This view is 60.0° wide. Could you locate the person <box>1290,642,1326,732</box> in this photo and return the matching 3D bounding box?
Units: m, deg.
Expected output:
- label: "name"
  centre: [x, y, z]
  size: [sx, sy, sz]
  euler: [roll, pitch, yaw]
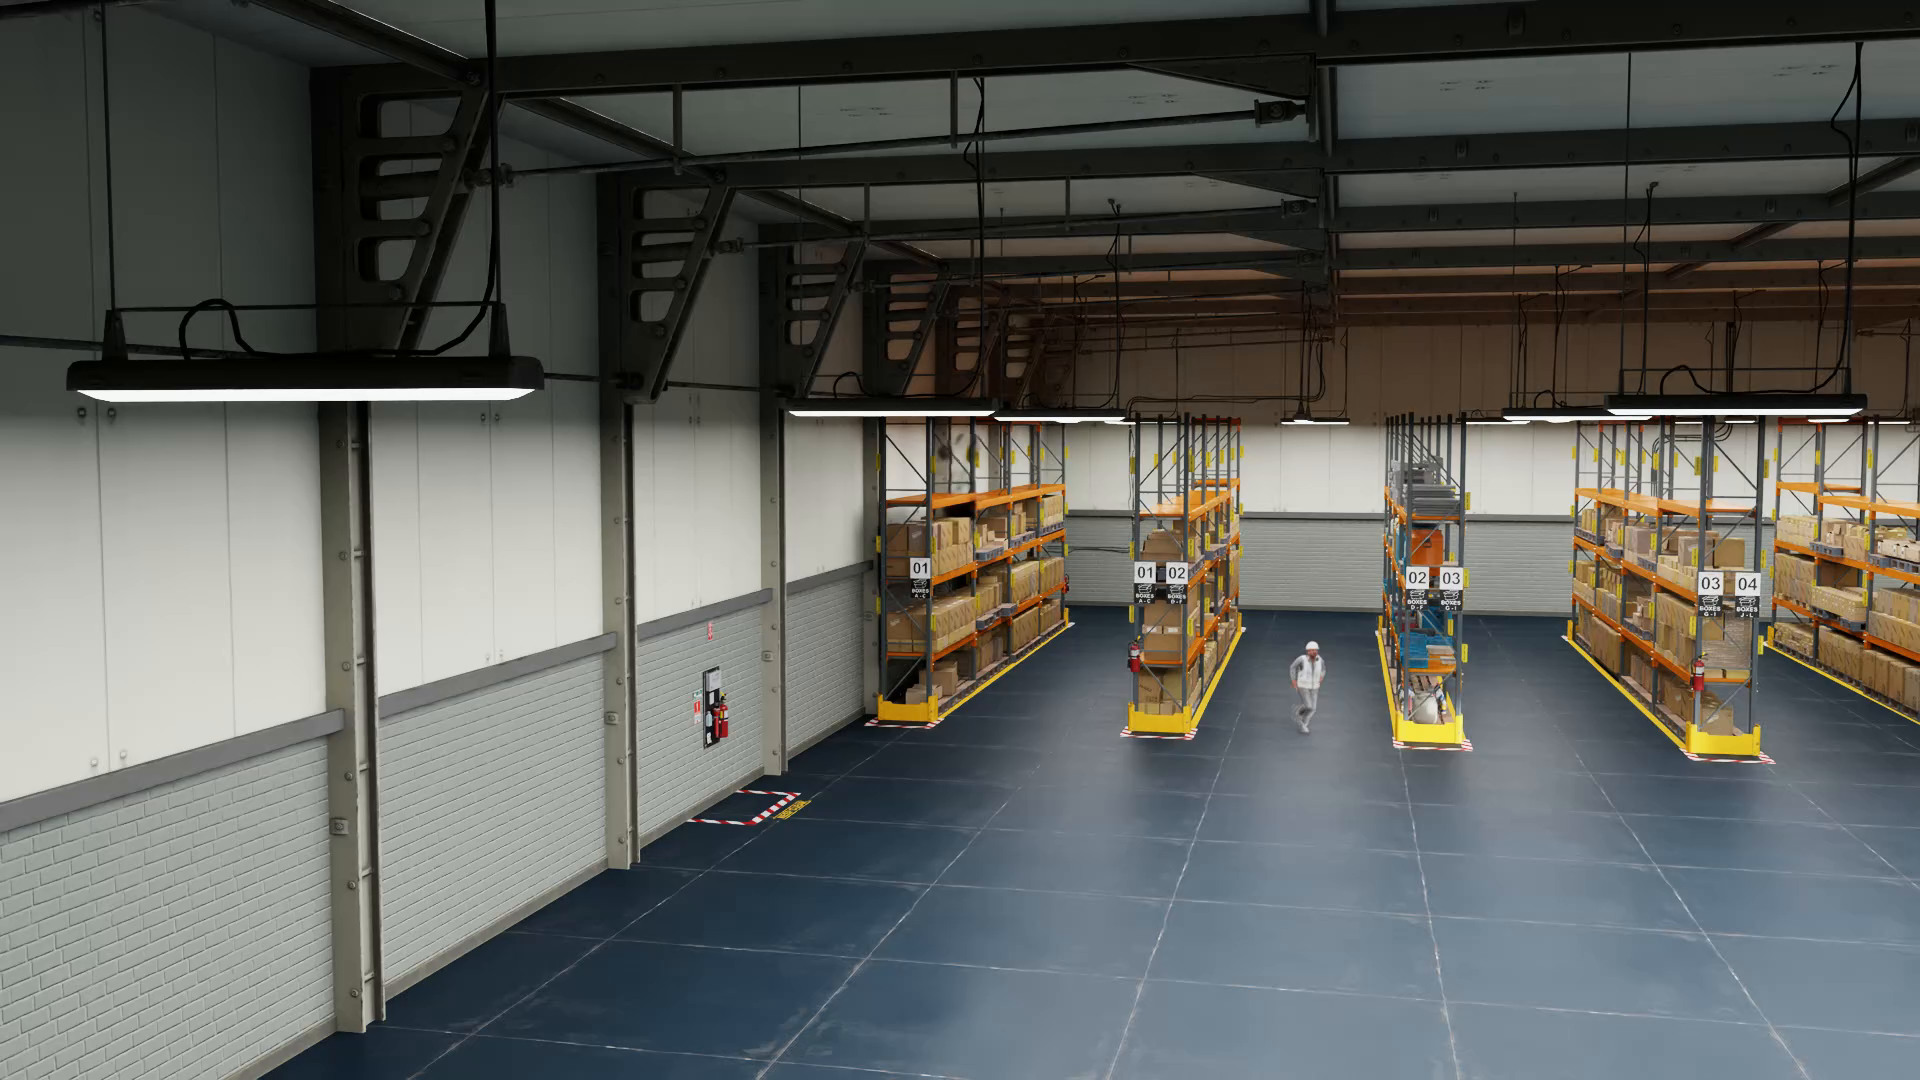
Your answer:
- label: "person"
  centre: [6.566, 2.753, 31.201]
  size: [0.635, 1.714, 0.636]
  euler: [-1, 4, -17]
